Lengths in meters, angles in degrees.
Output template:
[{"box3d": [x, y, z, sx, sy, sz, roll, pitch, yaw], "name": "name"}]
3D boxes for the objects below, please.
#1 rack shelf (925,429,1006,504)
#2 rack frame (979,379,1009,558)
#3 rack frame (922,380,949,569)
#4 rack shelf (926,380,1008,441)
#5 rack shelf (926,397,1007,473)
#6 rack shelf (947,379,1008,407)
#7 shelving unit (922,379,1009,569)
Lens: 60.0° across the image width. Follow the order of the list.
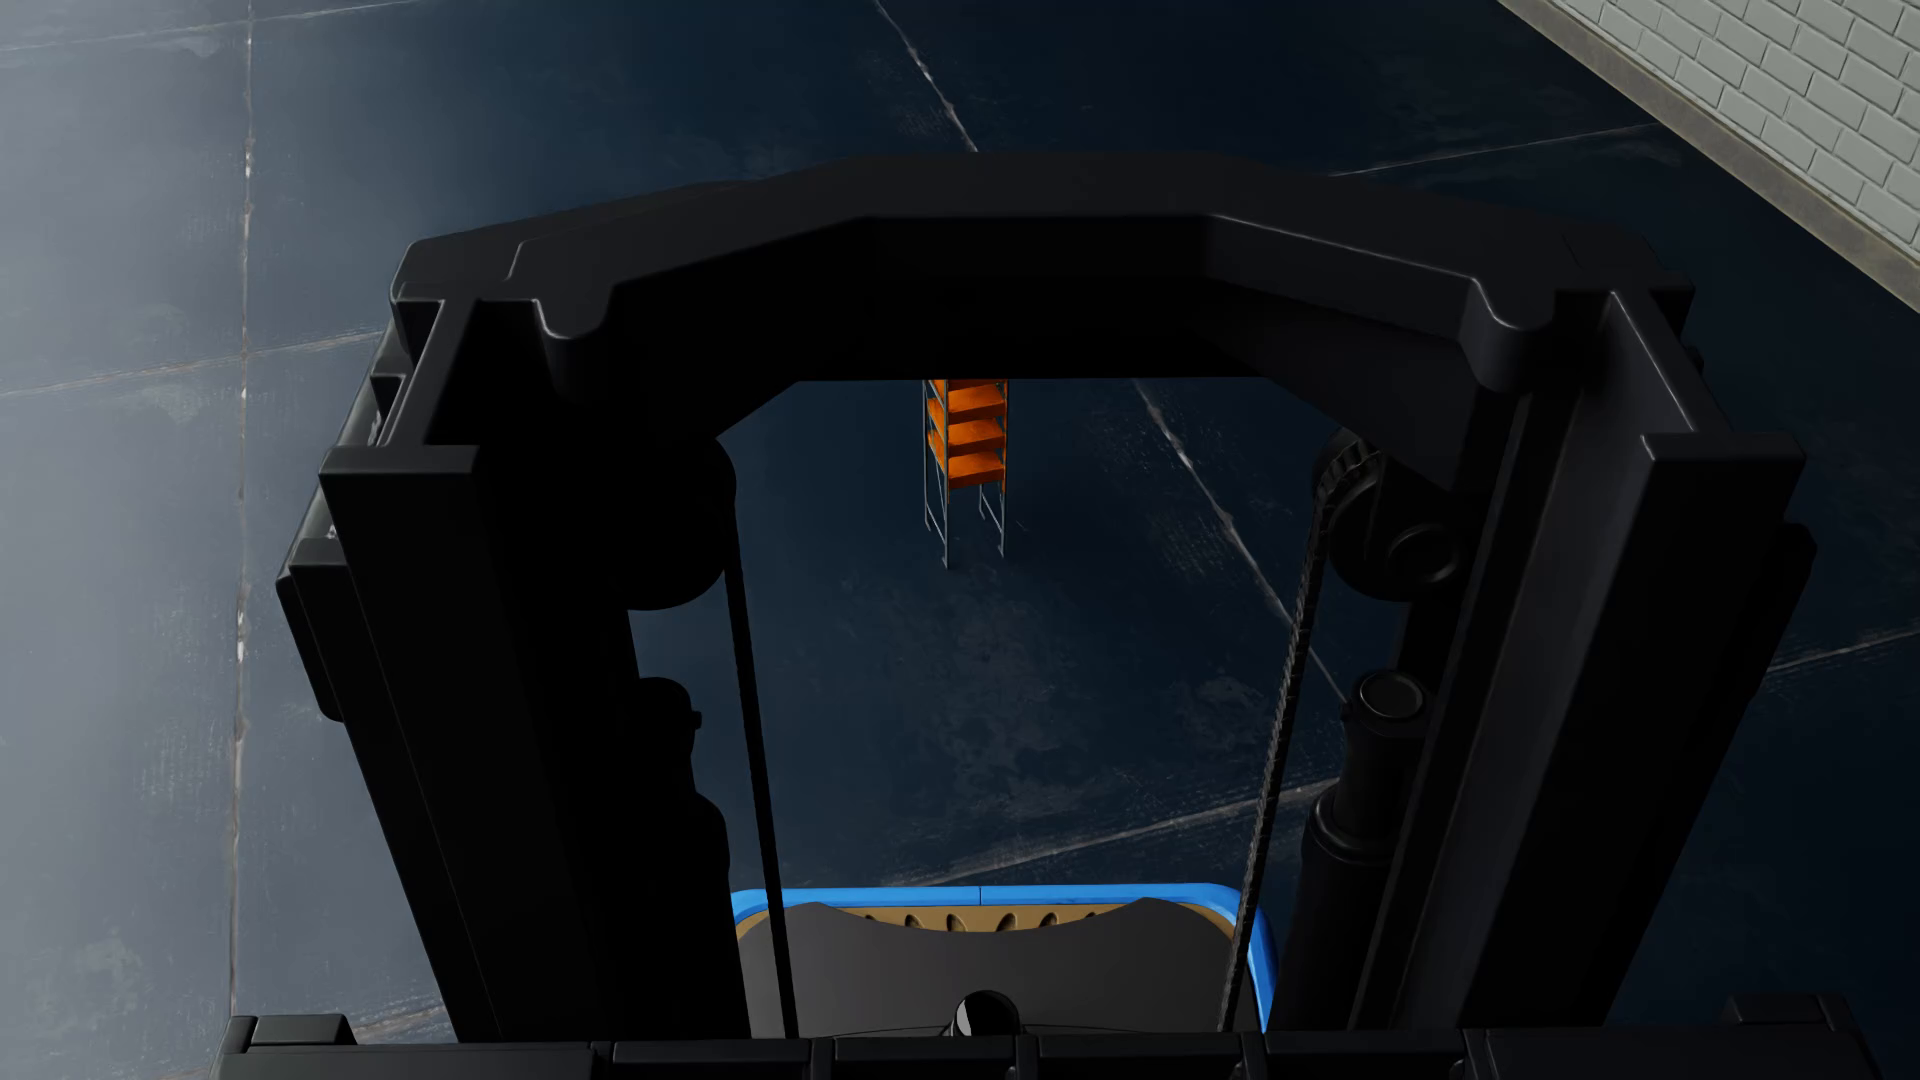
[{"box3d": [0.014, -0.241, 5.046, 0.180, 0.103, 0.258, -12, 42, -13], "name": "rack shelf"}, {"box3d": [0.101, -0.473, 4.879, 0.006, 1.200, 0.240, -12, 42, -13], "name": "rack frame"}, {"box3d": [-0.073, -0.437, 4.838, 0.006, 1.200, 0.240, -12, 42, -13], "name": "rack frame"}, {"box3d": [0.014, -0.421, 4.888, 0.180, 0.103, 0.258, -12, 42, -13], "name": "rack shelf"}, {"box3d": [0.014, -0.331, 4.967, 0.180, 0.103, 0.258, -12, 42, -13], "name": "rack shelf"}, {"box3d": [0.014, -0.512, 4.809, 0.180, 0.103, 0.258, -12, 42, -13], "name": "rack shelf"}, {"box3d": [0.014, -0.455, 4.859, 0.189, 1.200, 0.258, -12, 42, -13], "name": "shelving unit"}]
